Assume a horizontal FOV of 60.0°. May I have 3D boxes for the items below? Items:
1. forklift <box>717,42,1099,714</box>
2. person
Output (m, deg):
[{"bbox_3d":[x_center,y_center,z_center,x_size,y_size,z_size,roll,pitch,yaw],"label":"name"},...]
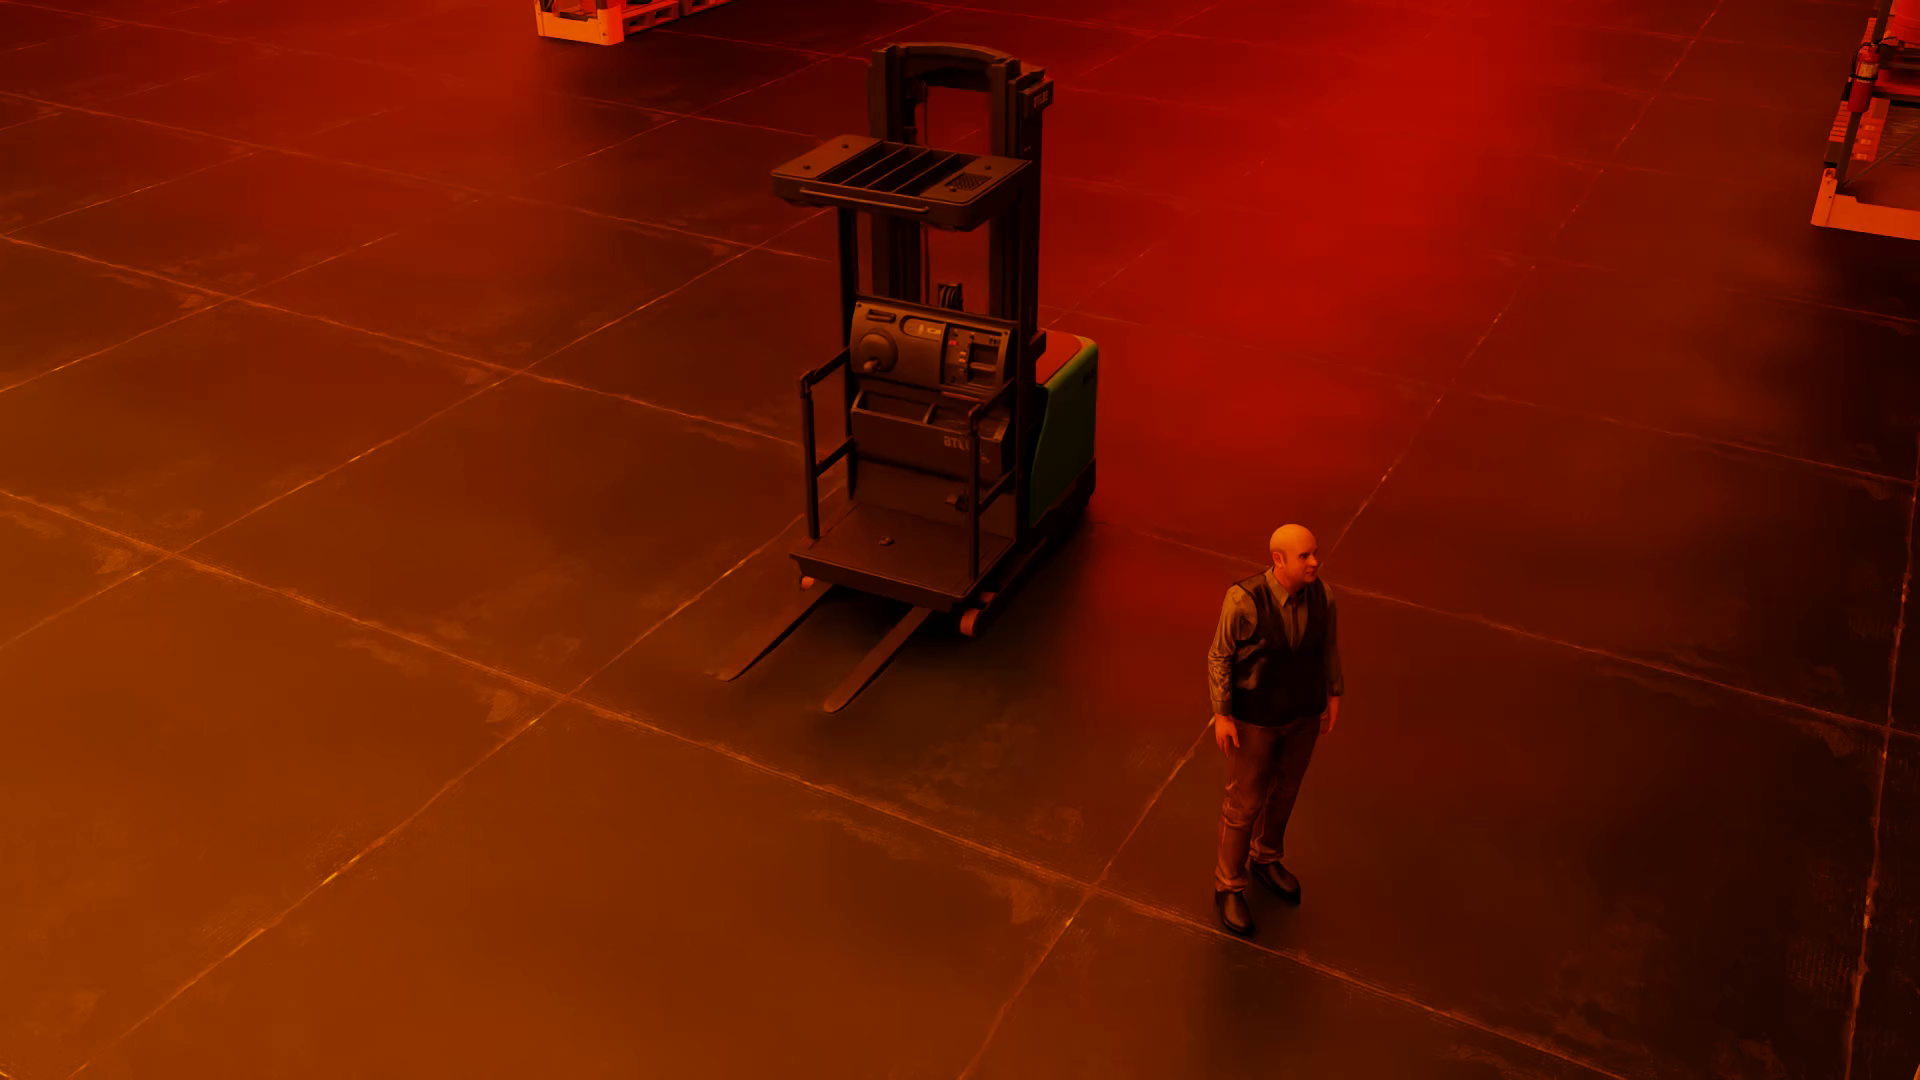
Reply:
[{"bbox_3d":[-0.256,-0.986,8.779,1.130,2.935,3.031,14,33,22],"label":"forklift"},{"bbox_3d":[1.348,0.760,6.949,0.631,1.720,0.568,-12,32,-19],"label":"person"}]
